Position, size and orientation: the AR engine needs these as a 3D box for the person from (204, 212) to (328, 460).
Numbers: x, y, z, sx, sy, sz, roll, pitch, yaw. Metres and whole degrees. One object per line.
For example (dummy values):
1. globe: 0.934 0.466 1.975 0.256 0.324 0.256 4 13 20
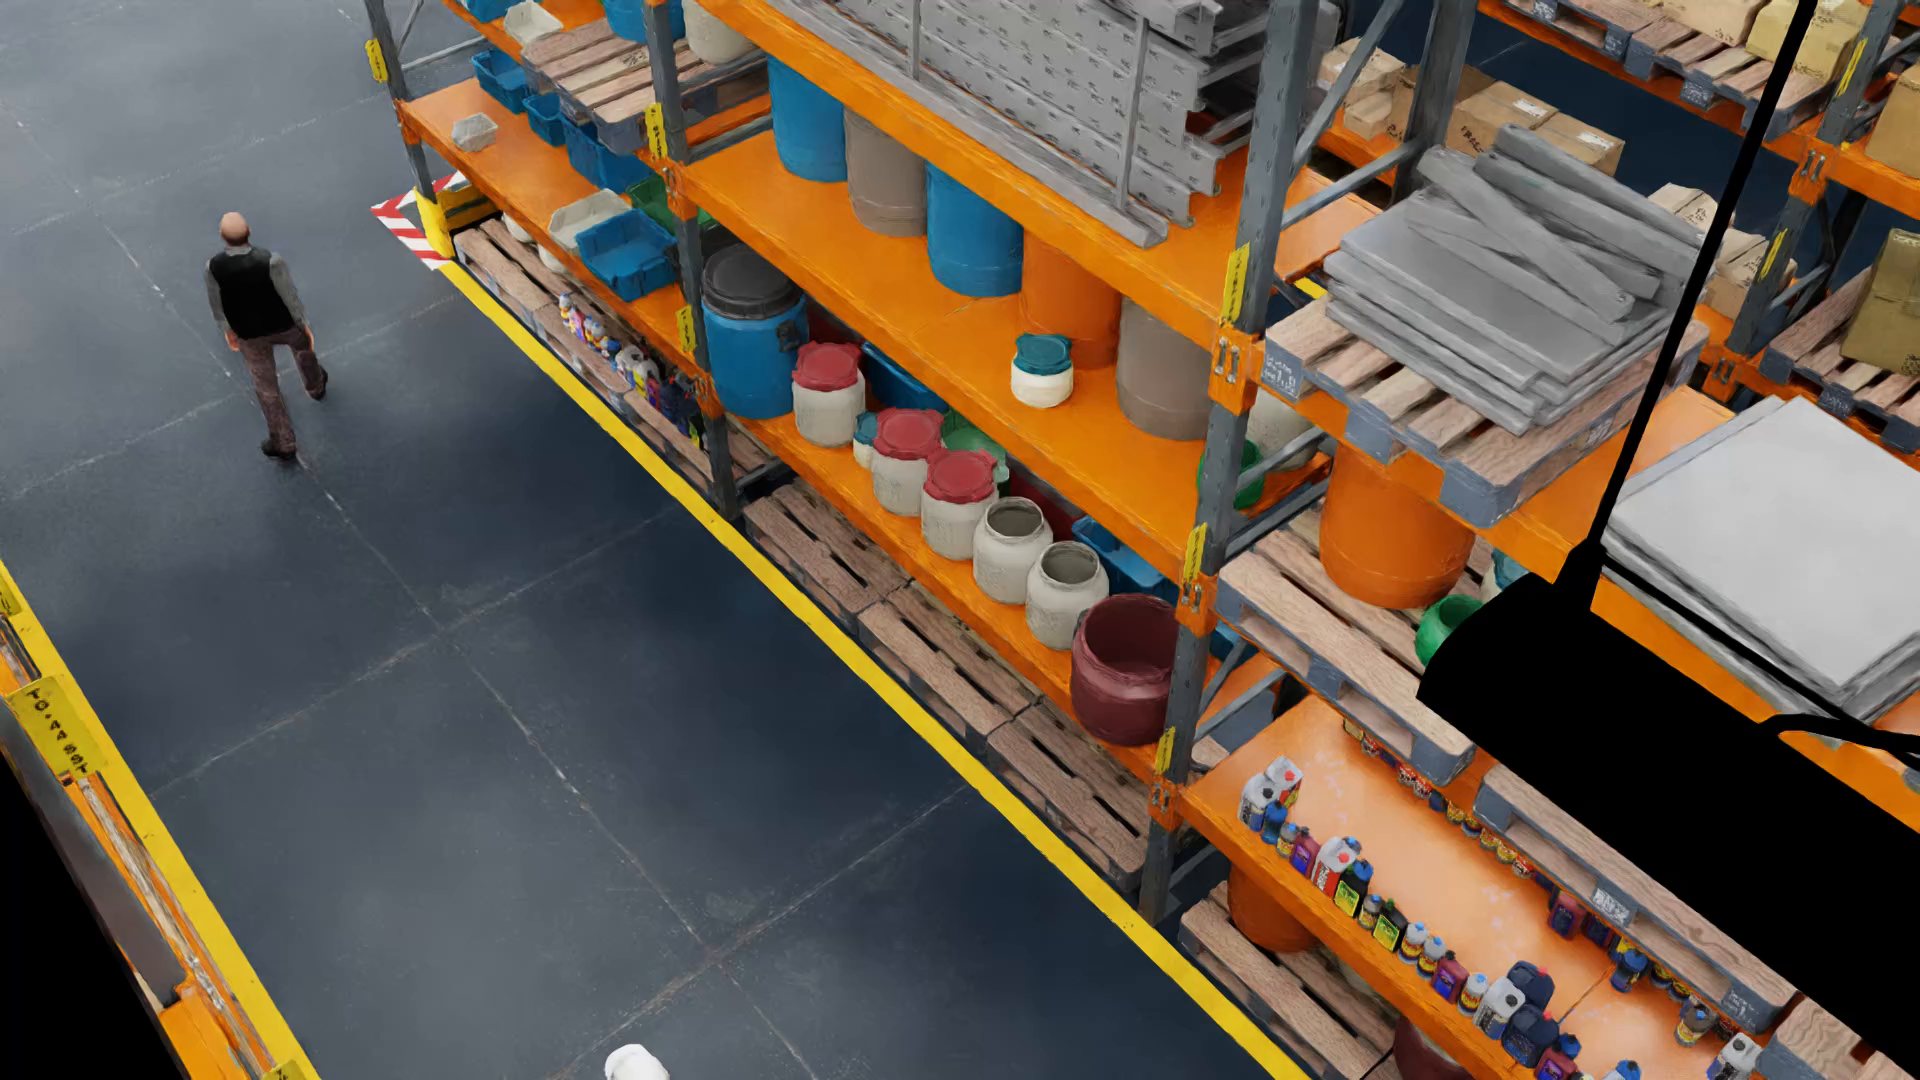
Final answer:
1. person: -4.669 -1.418 11.188 0.572 1.669 0.954 -15 48 -13

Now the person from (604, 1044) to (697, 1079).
1. person: -1.213 2.753 7.191 0.677 1.726 0.574 -33 55 -28
